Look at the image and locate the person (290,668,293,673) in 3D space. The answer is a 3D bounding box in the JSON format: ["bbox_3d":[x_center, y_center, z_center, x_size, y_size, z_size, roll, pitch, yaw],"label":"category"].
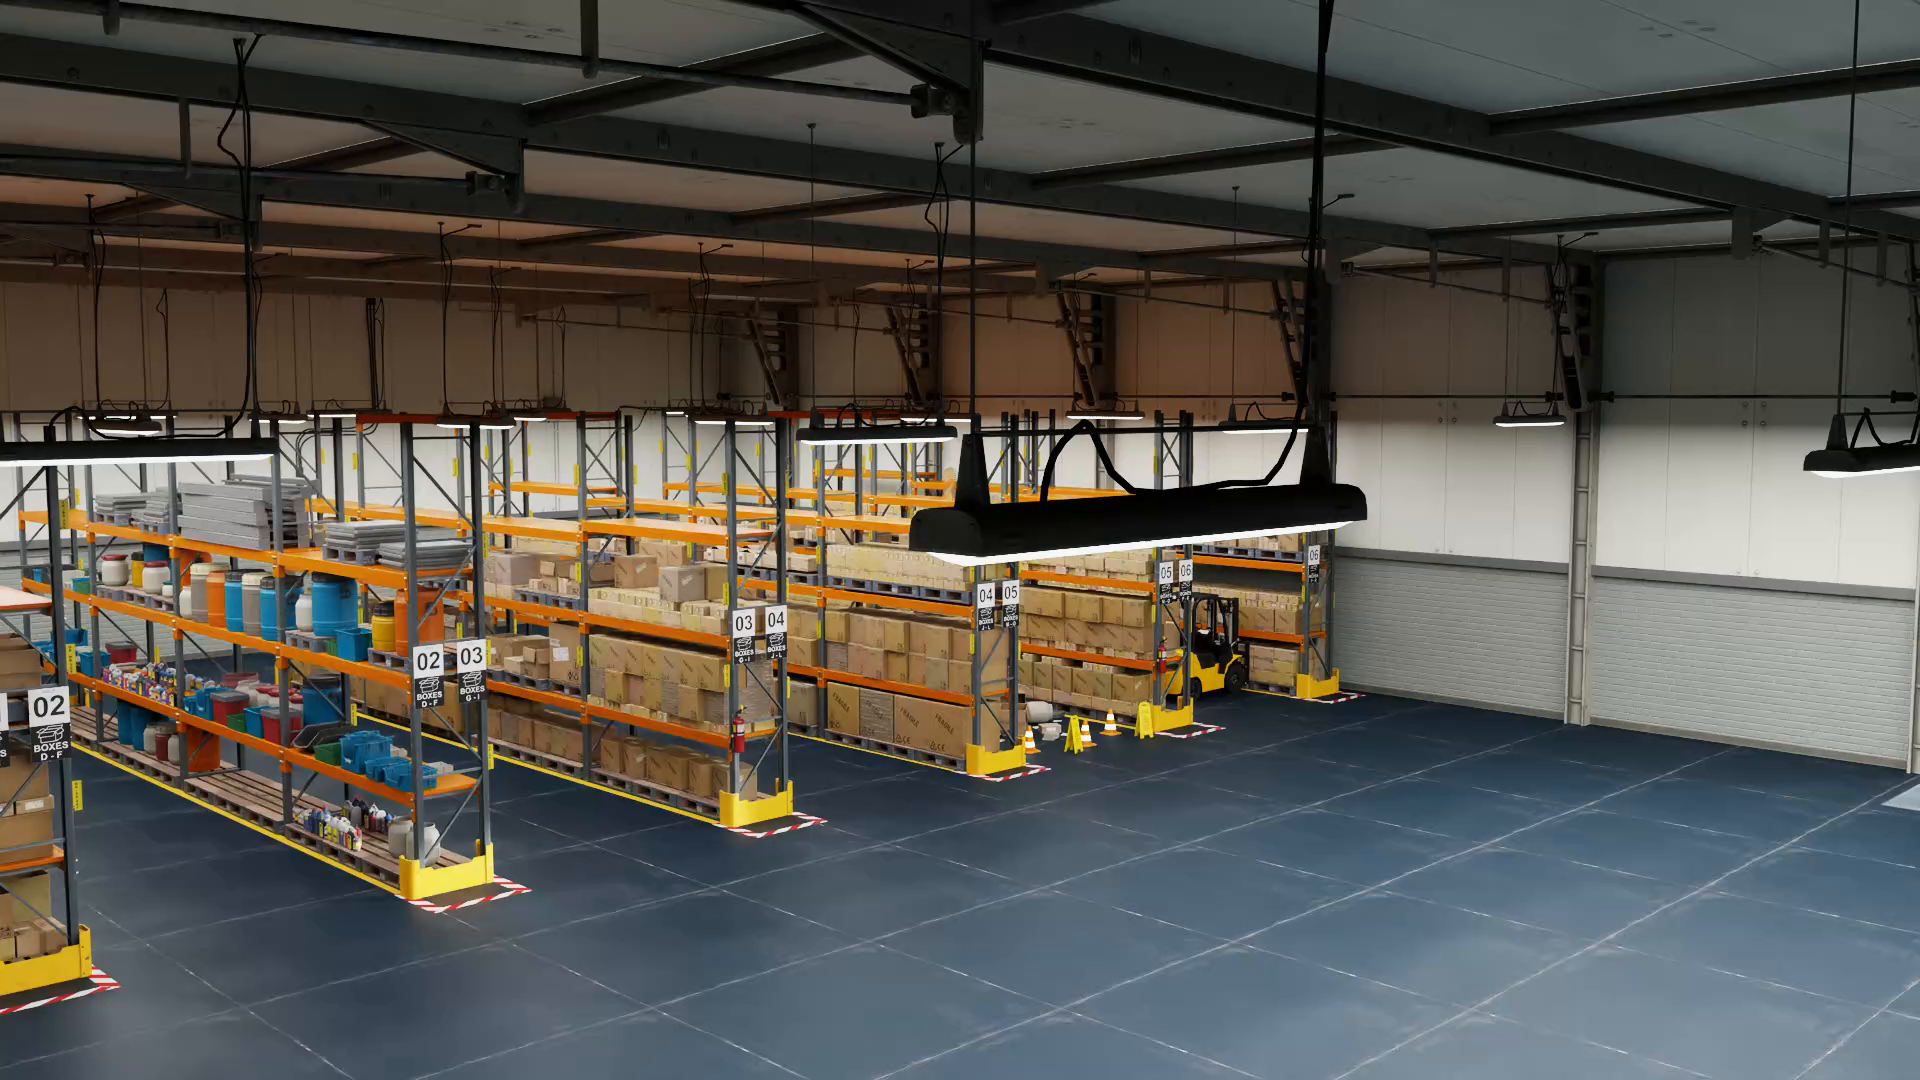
[{"bbox_3d":[-14.612,2.279,36.971,0.628,1.702,0.625,-4,6,-36],"label":"person"}]

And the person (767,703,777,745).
[{"bbox_3d":[-3.674,2.884,30.289,0.825,1.622,0.530,5,7,43],"label":"person"}]
